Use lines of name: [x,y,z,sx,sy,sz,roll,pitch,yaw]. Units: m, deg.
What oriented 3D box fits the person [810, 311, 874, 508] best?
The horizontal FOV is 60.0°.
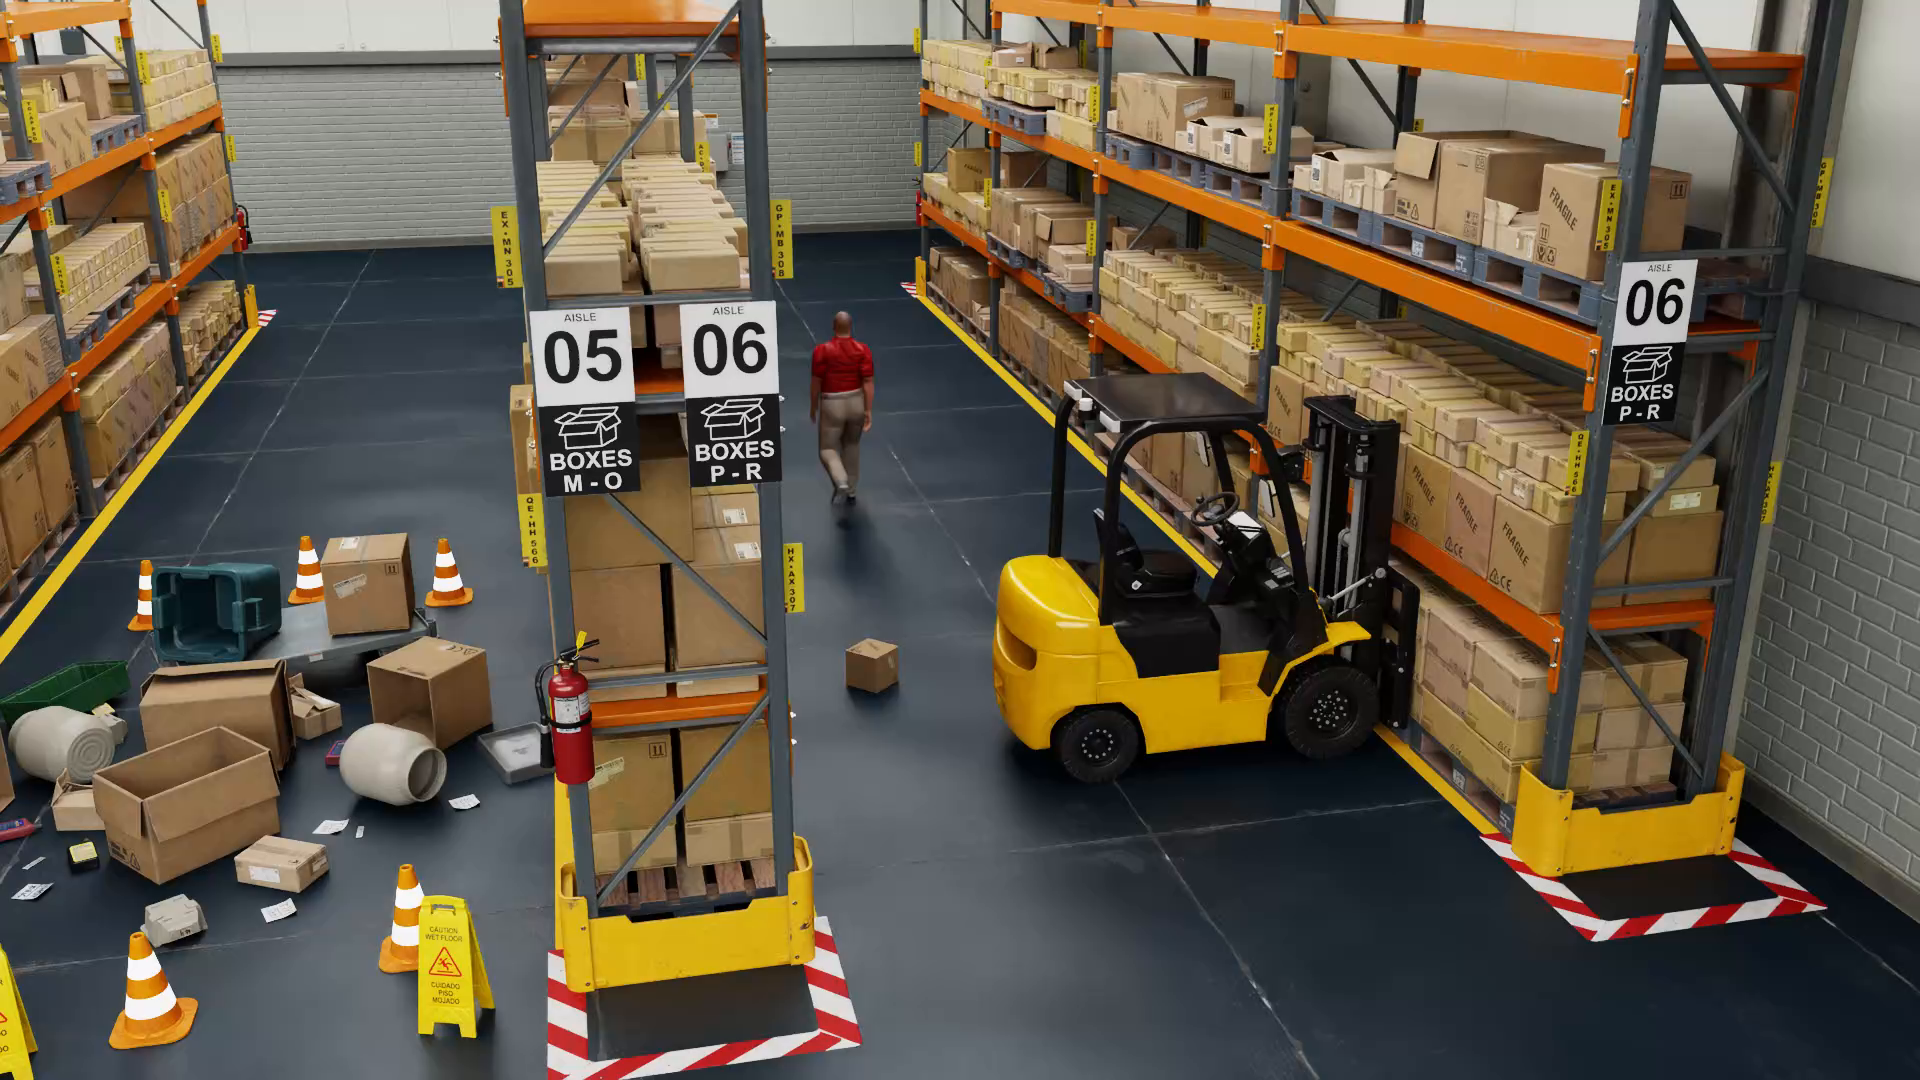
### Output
person: [-1.009,-1.127,14.248,0.524,1.690,0.843,-7,21,-18]
